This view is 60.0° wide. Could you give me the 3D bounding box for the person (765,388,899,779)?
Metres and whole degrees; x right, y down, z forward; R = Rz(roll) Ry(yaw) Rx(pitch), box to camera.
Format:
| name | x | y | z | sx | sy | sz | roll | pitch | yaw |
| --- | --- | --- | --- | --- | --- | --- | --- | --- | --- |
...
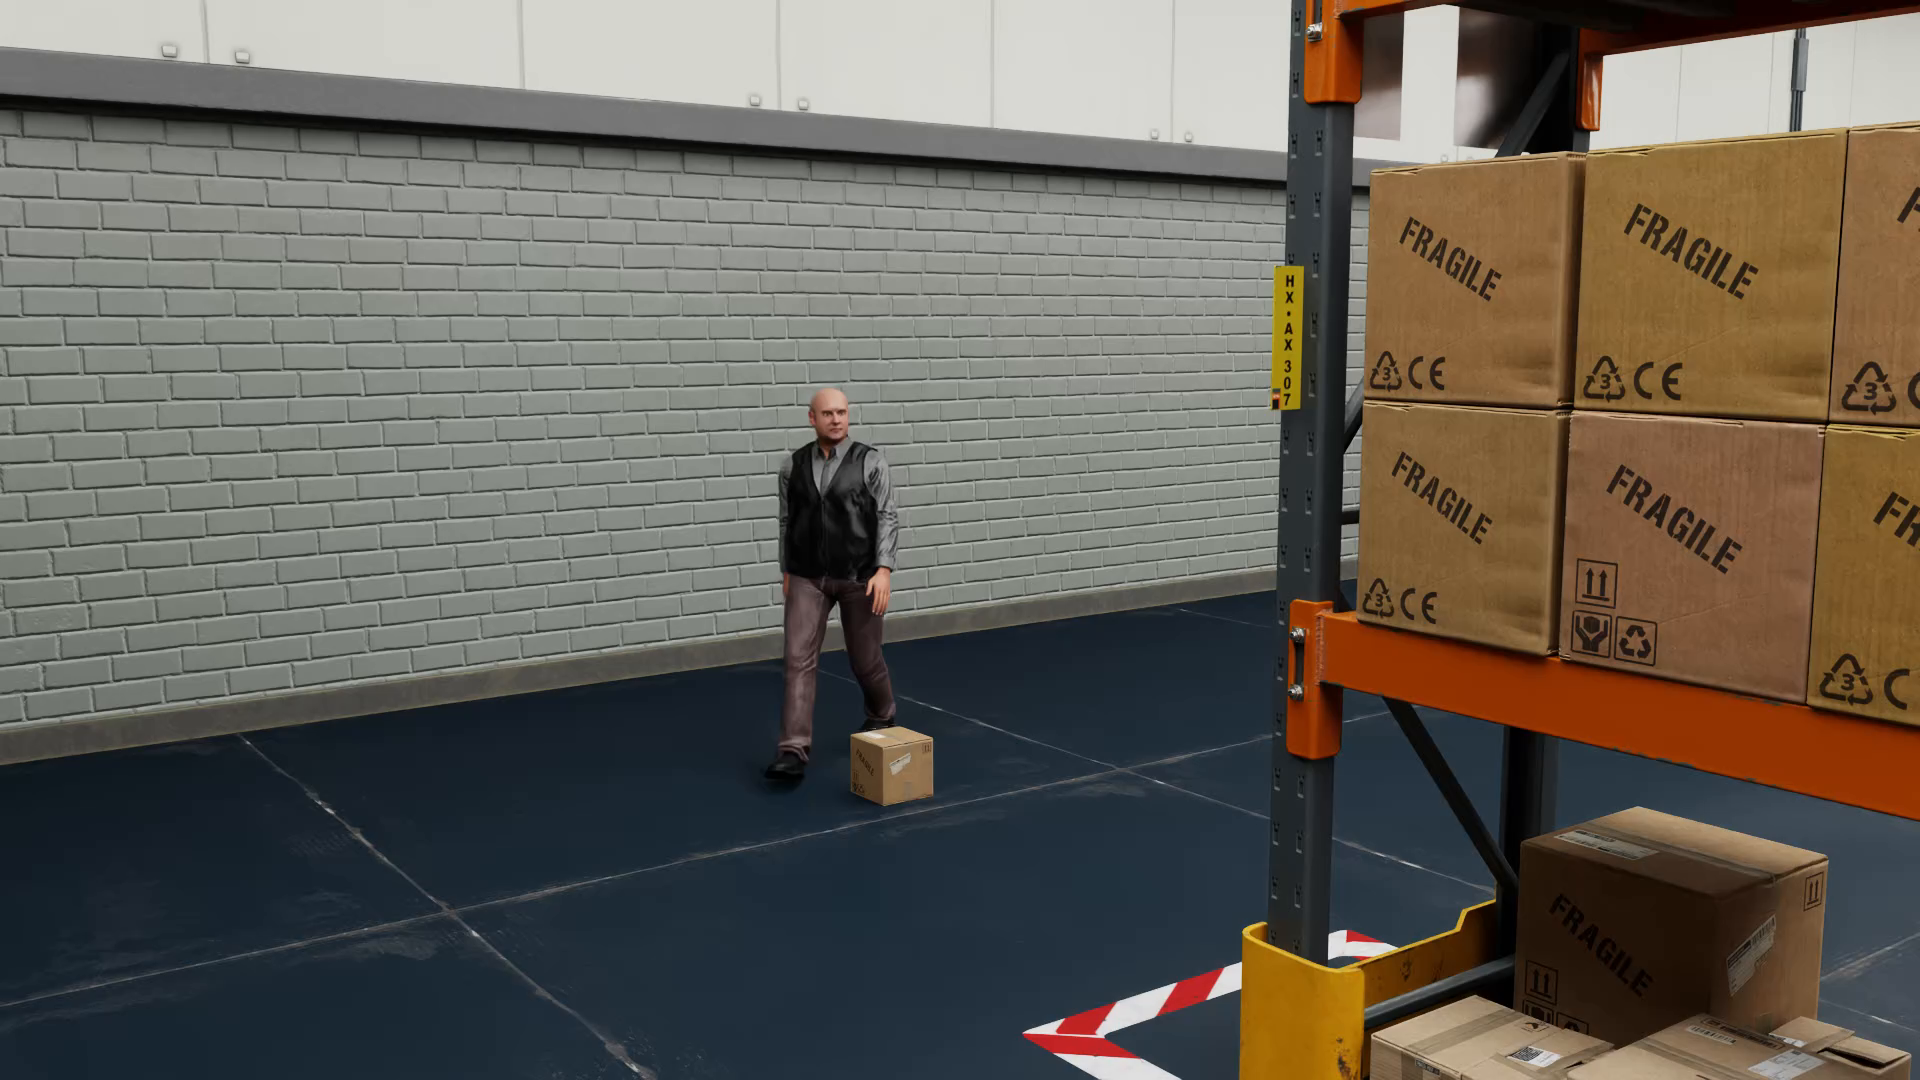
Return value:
| name | x | y | z | sx | sy | sz | roll | pitch | yaw |
| --- | --- | --- | --- | --- | --- | --- | --- | --- | --- |
| person | -0.559 | 0.175 | 7.283 | 0.563 | 1.667 | 1.038 | 1 | 8 | 7 |
